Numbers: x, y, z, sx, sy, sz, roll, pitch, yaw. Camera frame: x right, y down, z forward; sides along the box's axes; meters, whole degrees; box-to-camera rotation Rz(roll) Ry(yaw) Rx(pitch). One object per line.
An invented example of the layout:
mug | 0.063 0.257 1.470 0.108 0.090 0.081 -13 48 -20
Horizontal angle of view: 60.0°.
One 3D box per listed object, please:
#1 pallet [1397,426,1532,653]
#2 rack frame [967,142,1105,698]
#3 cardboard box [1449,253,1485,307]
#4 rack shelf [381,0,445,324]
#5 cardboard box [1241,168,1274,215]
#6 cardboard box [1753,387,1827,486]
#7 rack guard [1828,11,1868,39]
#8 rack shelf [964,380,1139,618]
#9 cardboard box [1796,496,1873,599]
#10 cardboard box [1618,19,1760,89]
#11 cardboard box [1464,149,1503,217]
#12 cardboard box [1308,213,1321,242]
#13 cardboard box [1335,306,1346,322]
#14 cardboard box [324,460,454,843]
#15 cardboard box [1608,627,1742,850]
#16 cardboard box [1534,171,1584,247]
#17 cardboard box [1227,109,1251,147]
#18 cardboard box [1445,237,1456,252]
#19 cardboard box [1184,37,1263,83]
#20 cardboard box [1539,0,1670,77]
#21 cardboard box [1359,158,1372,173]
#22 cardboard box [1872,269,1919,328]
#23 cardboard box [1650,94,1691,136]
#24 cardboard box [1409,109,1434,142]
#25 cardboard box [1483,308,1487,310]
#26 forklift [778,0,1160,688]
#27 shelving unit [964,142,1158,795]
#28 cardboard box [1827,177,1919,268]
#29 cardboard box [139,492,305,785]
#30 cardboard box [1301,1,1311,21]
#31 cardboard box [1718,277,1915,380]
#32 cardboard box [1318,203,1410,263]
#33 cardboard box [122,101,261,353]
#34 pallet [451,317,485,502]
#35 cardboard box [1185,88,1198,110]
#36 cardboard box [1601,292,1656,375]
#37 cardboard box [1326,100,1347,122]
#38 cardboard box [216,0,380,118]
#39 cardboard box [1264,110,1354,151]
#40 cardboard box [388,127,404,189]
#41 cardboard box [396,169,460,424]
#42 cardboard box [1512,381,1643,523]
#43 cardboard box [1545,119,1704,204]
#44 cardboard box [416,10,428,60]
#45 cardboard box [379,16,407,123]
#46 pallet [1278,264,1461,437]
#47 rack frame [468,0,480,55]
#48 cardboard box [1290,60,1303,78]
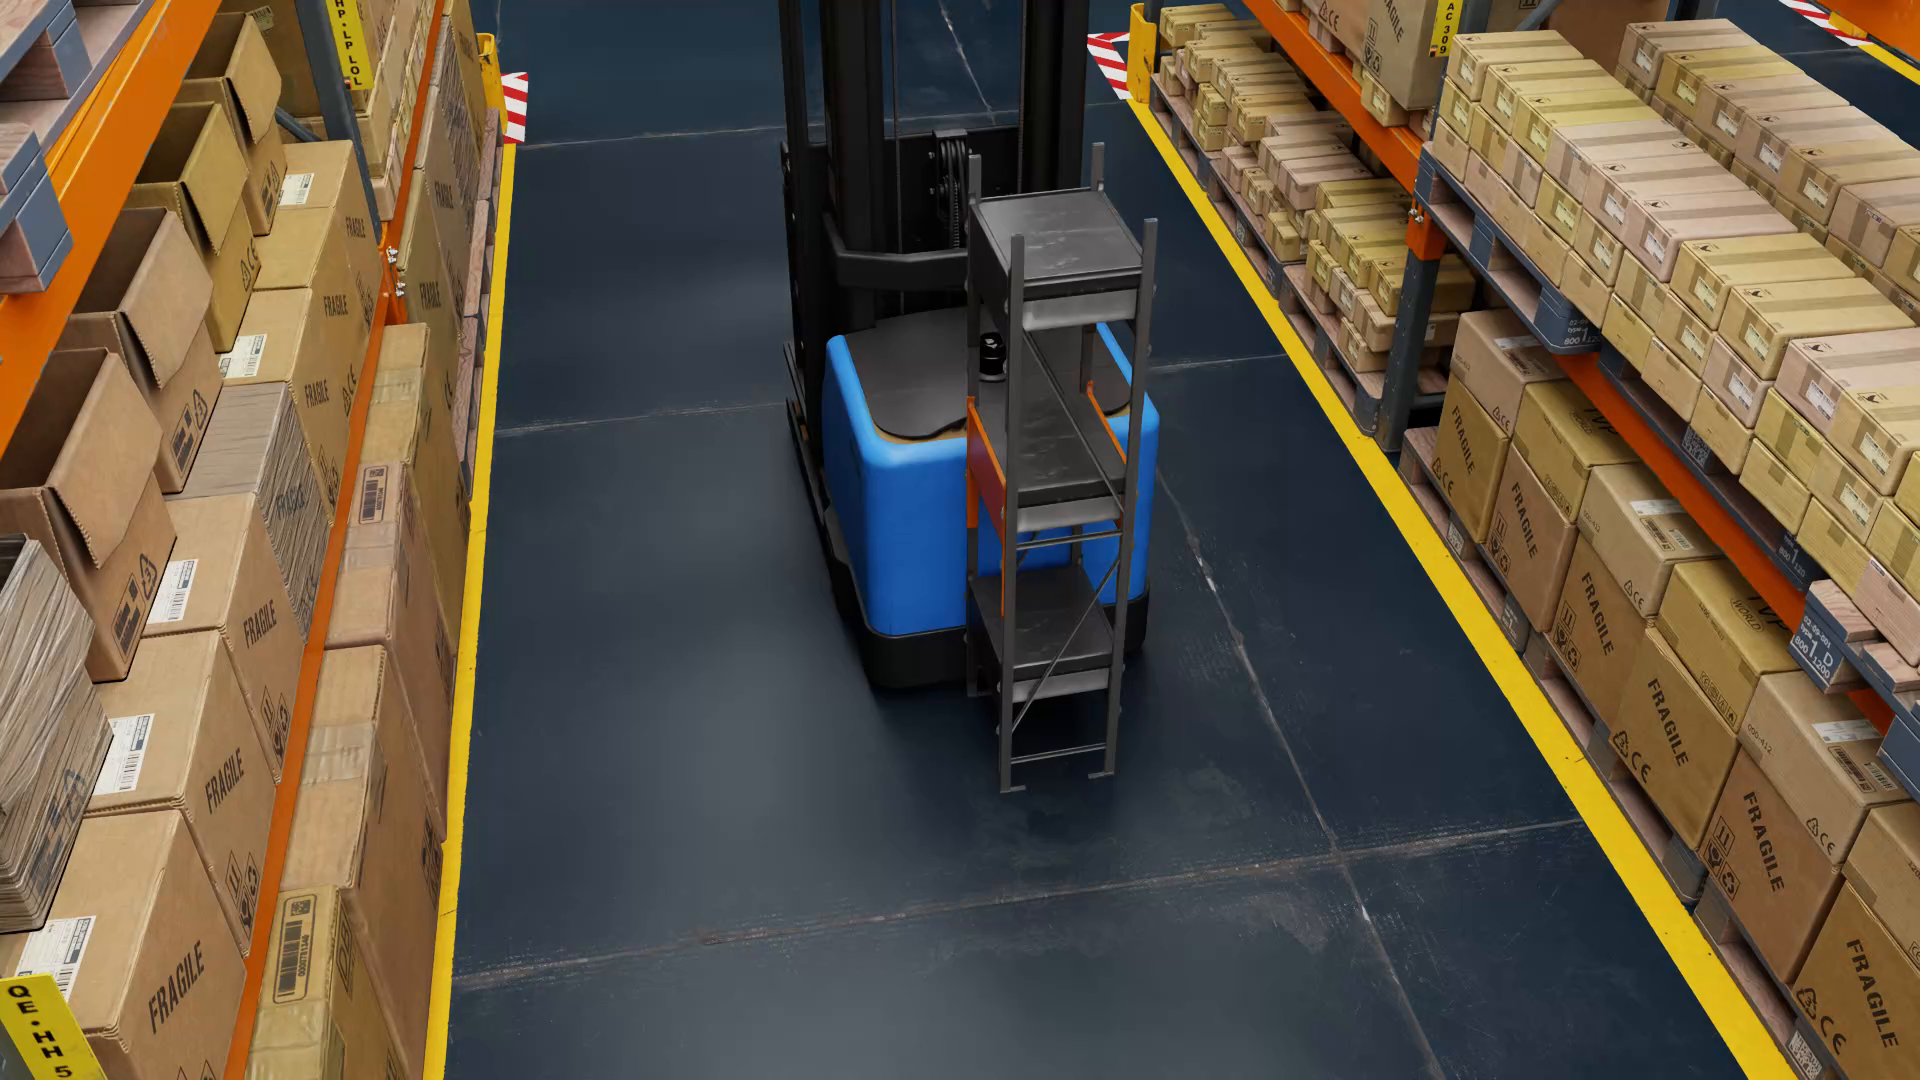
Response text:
pallet | 2.461 -0.076 6.676 1.003 0.211 1.213 -6 38 -8
rack frame | 0.221 -0.289 5.411 0.400 2.100 0.015 -8 39 -10
cardboard box | 2.442 -1.202 7.591 0.380 0.149 0.250 -6 38 -8
rack shelf | -2.929 -2.099 7.593 1.077 0.370 4.000 -6 38 -8
cardboard box | 1.683 -1.820 8.629 0.380 0.149 0.250 -6 38 -8
cardboard box | 2.307 -0.287 4.294 0.380 0.149 0.250 -6 38 -8
rack guard | 6.473 -3.685 11.085 1.175 0.500 0.348 -6 38 -8
rack shelf | 0.276 -0.133 5.231 0.431 0.518 0.480 -8 39 -10
cardboard box | 2.358 -0.003 4.172 0.380 0.149 0.250 -7 38 -9
cardboard box | 2.585 -1.728 5.907 0.380 0.149 0.250 -5 38 -6
cardboard box | 1.993 -1.260 5.789 0.380 0.149 0.250 -6 38 -7
cardboard box | 1.883 -1.445 7.904 0.380 0.149 0.250 -6 38 -8
cardboard box | 1.955 -1.054 7.643 0.380 0.149 0.250 -5 38 -7
cardboard box | -2.289 0.422 5.151 1.225 0.875 0.875 -7 38 -10
cardboard box | 2.455 0.589 5.243 0.500 0.500 0.500 -8 39 -10
cardboard box | 2.078 -1.075 5.309 0.380 0.149 0.250 -8 39 -10
cardboard box | 1.661 -2.251 8.941 0.380 0.149 0.250 -8 39 -10
cardboard box | 2.384 -1.473 7.698 0.380 0.149 0.250 -7 38 -9
cardboard box | 1.464 -2.666 9.233 0.380 0.149 0.250 -6 38 -8
cardboard box | 2.484 -2.131 6.724 0.500 0.500 0.500 -7 38 -9
cardboard box | 2.294 -1.988 8.603 0.380 0.149 0.250 -6 38 -7
cardboard box | 2.859 -0.670 4.787 0.380 0.149 0.250 -5 38 -6
cardboard box | 2.634 -1.454 5.796 0.380 0.149 0.250 -6 38 -8
cardboard box | 2.042 -1.696 6.693 0.380 0.149 0.250 -7 38 -8
cardboard box | 2.575 -0.942 7.499 0.380 0.149 0.250 -8 39 -10
forklift | -0.142 -1.509 6.356 1.129 2.867 3.031 -8 39 -10
shelving unit | 0.276 -0.143 5.223 0.431 2.100 0.503 -8 39 -10
cardboard box | 2.813 -0.940 4.893 0.380 0.149 0.250 -8 39 -10
cardboard box | -1.880 0.258 3.891 0.500 0.500 0.500 -7 38 -9
cardboard box | 1.812 -2.486 7.710 0.380 0.149 0.250 -7 38 -9
cardboard box | 2.262 -0.561 4.405 0.380 0.149 0.250 -4 38 -6
cardboard box | 1.870 -1.409 7.615 0.380 0.149 0.250 -7 38 -8
cardboard box | -2.349 -0.810 4.449 0.797 0.503 0.637 -6 38 -7
pallet | -2.634 -0.542 7.275 1.003 0.211 1.213 -6 38 -8
cardboard box | 1.525 -2.604 9.638 0.380 0.149 0.250 -6 38 -8
cardboard box | 2.173 -0.639 4.990 0.380 0.149 0.250 -7 38 -9
cardboard box | 2.144 -2.255 8.704 0.380 0.149 0.250 -7 38 -9
cardboard box | -2.410 -1.846 5.950 0.500 0.500 0.500 -6 38 -8
cardboard box | 1.767 -2.051 8.442 0.380 0.149 0.250 -6 38 -8
cardboard box | -2.349 -1.449 6.375 0.380 0.149 0.250 -7 38 -9
cardboard box | -2.615 -0.909 6.865 0.875 0.875 0.875 -6 38 -8
cardboard box | 2.288 -0.326 5.809 0.500 0.250 0.500 -5 38 -7
cardboard box | 2.078 -1.188 5.212 0.380 0.149 0.250 -7 38 -9
cardboard box | -2.577 -2.232 7.383 0.380 0.149 0.250 -7 38 -9
cardboard box | -2.485 -1.846 6.561 0.500 0.250 0.500 -6 38 -8
pallet | 2.170 -0.948 7.799 1.003 0.211 1.213 -6 38 -8
rack frame | -3.279 -3.591 8.928 1.000 3.000 0.127 -6 38 -8
cardboard box | 2.088 -2.619 9.416 0.380 0.149 0.250 -8 39 -10
